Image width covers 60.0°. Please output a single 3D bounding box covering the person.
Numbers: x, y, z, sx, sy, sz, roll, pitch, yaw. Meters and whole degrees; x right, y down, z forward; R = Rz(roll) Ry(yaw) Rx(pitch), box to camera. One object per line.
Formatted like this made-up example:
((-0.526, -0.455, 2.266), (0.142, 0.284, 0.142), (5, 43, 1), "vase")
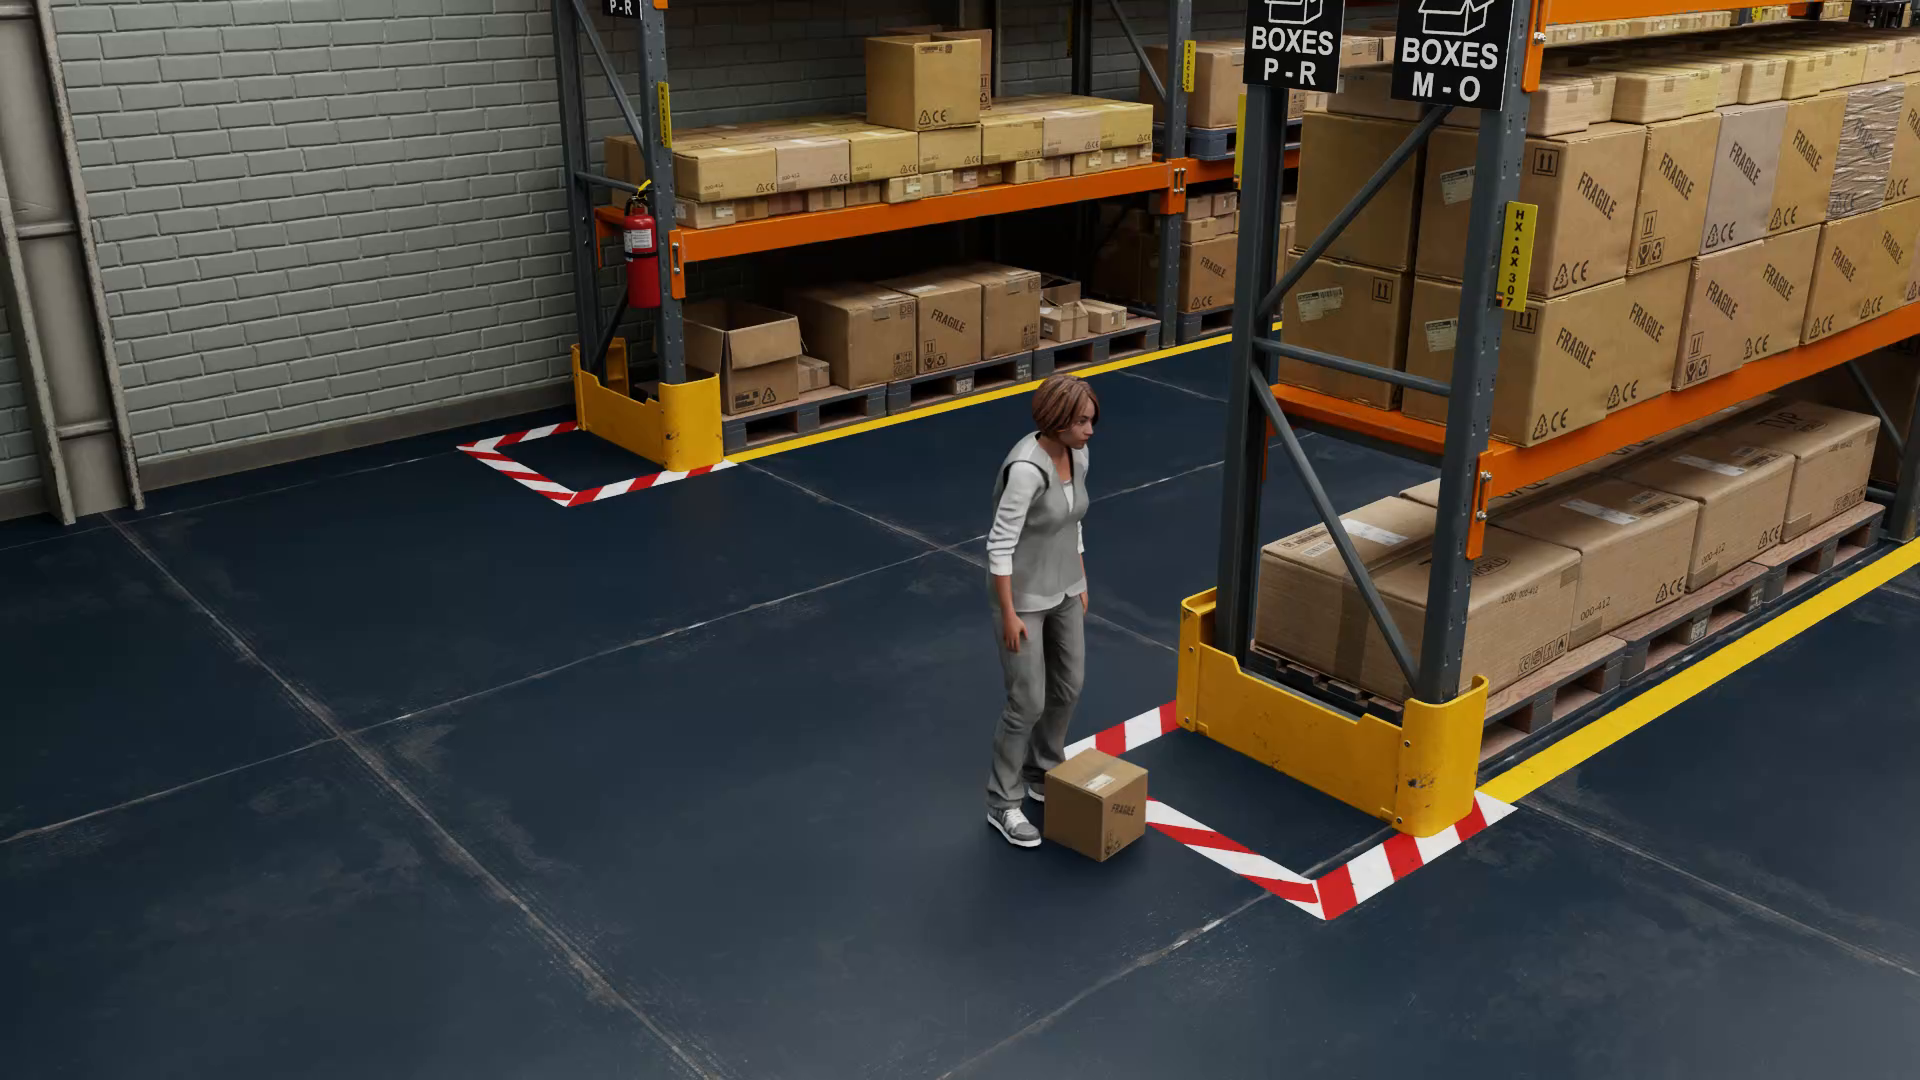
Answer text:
((0.273, 0.214, 5.554), (0.347, 1.590, 0.472), (17, 27, 37), "person")
